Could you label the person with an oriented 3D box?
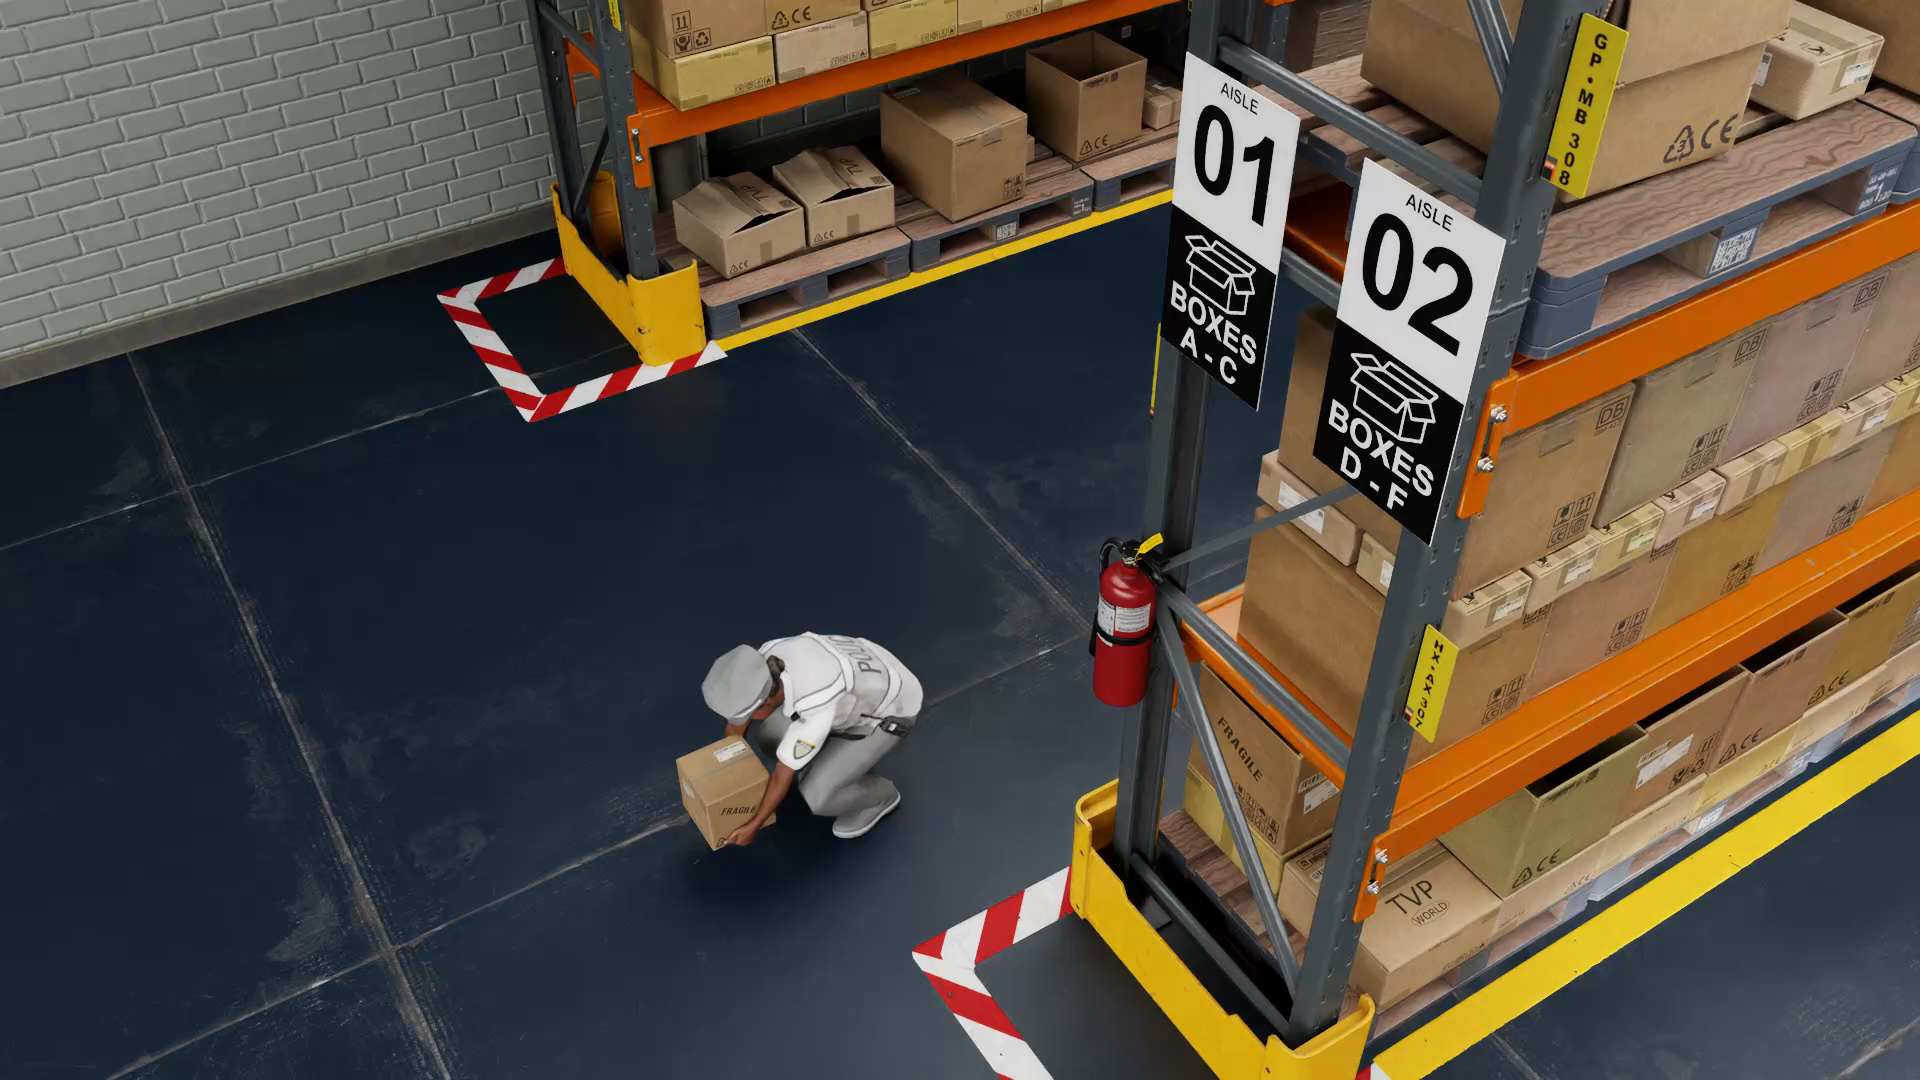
[{"bbox_3d":[-0.537,0.658,5.935,0.860,0.979,0.462,-24,46,-25],"label":"person"}]
